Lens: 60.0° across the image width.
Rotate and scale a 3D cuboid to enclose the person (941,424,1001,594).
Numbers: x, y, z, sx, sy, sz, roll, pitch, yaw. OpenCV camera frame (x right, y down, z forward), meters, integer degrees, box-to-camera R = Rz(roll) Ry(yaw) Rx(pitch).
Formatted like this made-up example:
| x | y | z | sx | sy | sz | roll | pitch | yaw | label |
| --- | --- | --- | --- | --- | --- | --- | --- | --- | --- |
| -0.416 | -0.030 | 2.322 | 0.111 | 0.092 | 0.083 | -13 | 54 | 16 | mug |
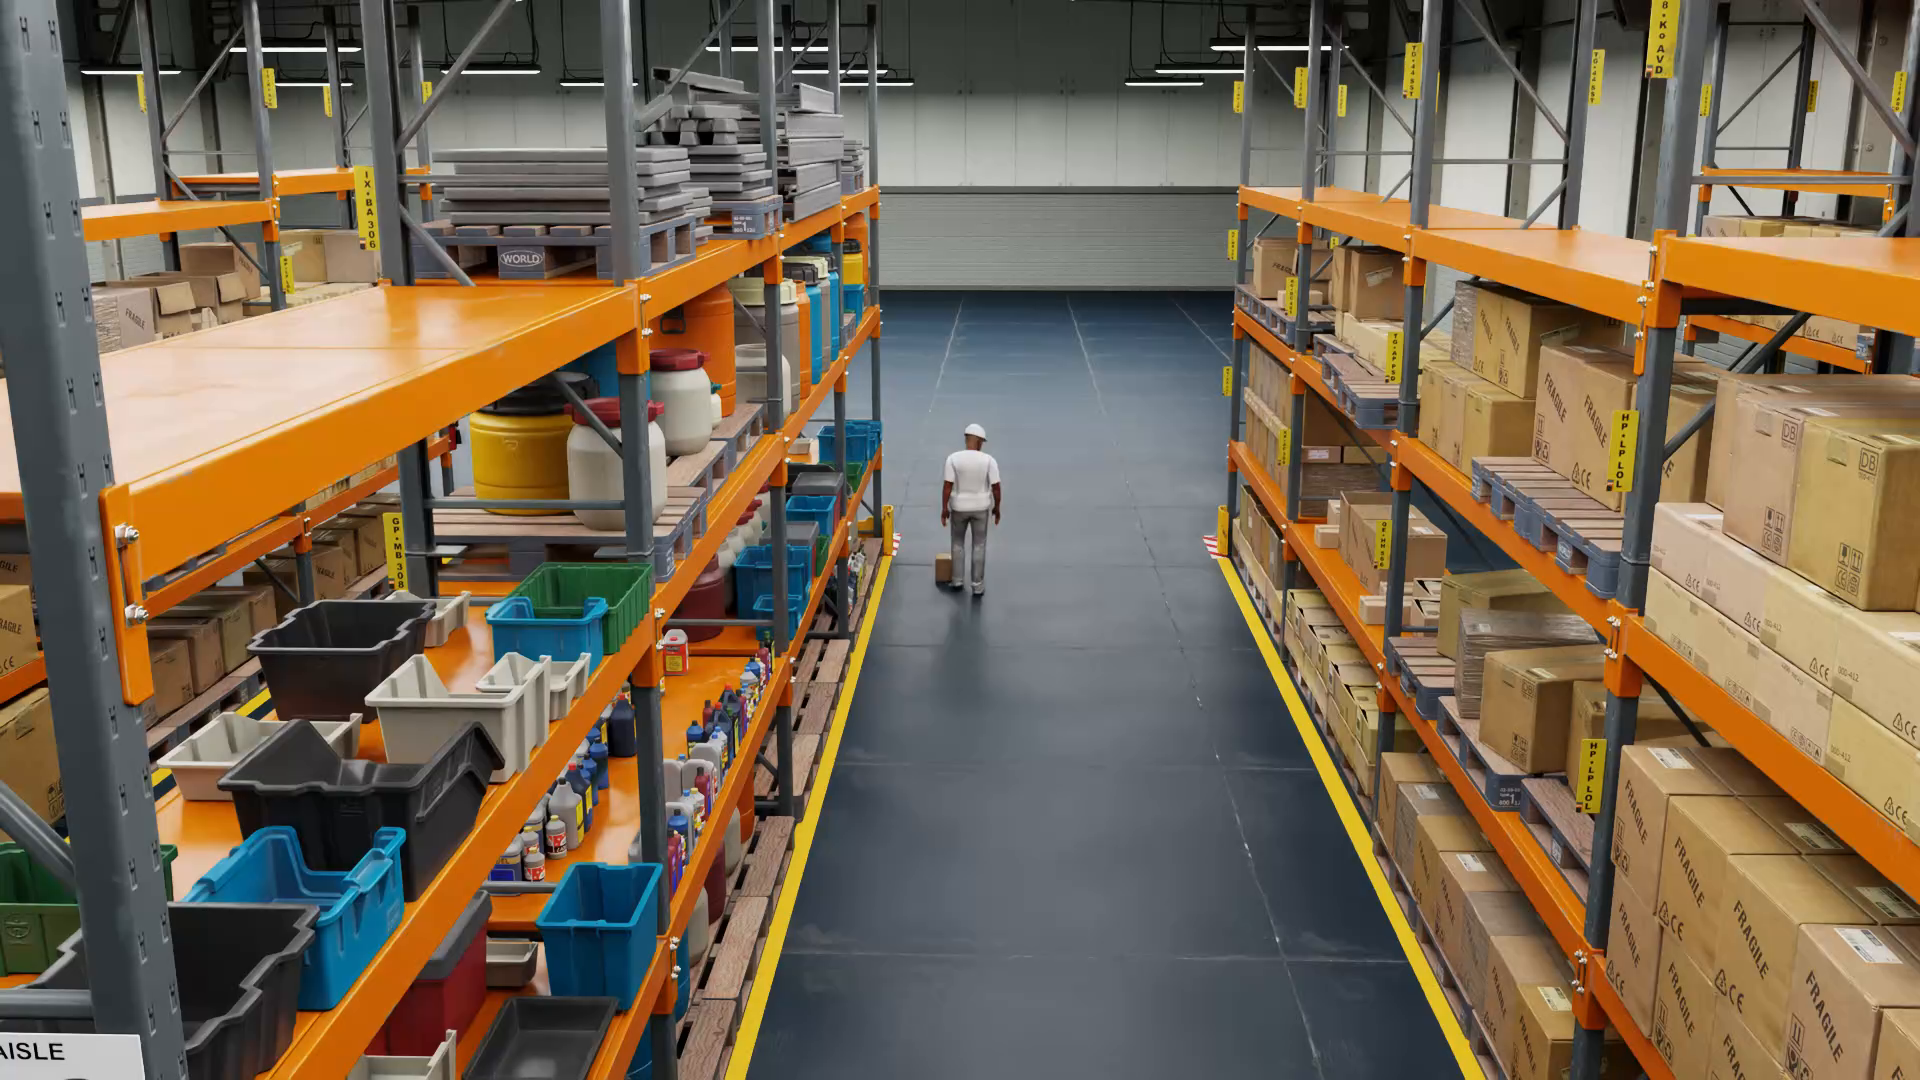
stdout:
| x | y | z | sx | sy | sz | roll | pitch | yaw | label |
| --- | --- | --- | --- | --- | --- | --- | --- | --- | --- |
| 0.119 | -0.320 | 17.255 | 0.615 | 1.801 | 0.550 | 1 | 14 | 2 | person |
